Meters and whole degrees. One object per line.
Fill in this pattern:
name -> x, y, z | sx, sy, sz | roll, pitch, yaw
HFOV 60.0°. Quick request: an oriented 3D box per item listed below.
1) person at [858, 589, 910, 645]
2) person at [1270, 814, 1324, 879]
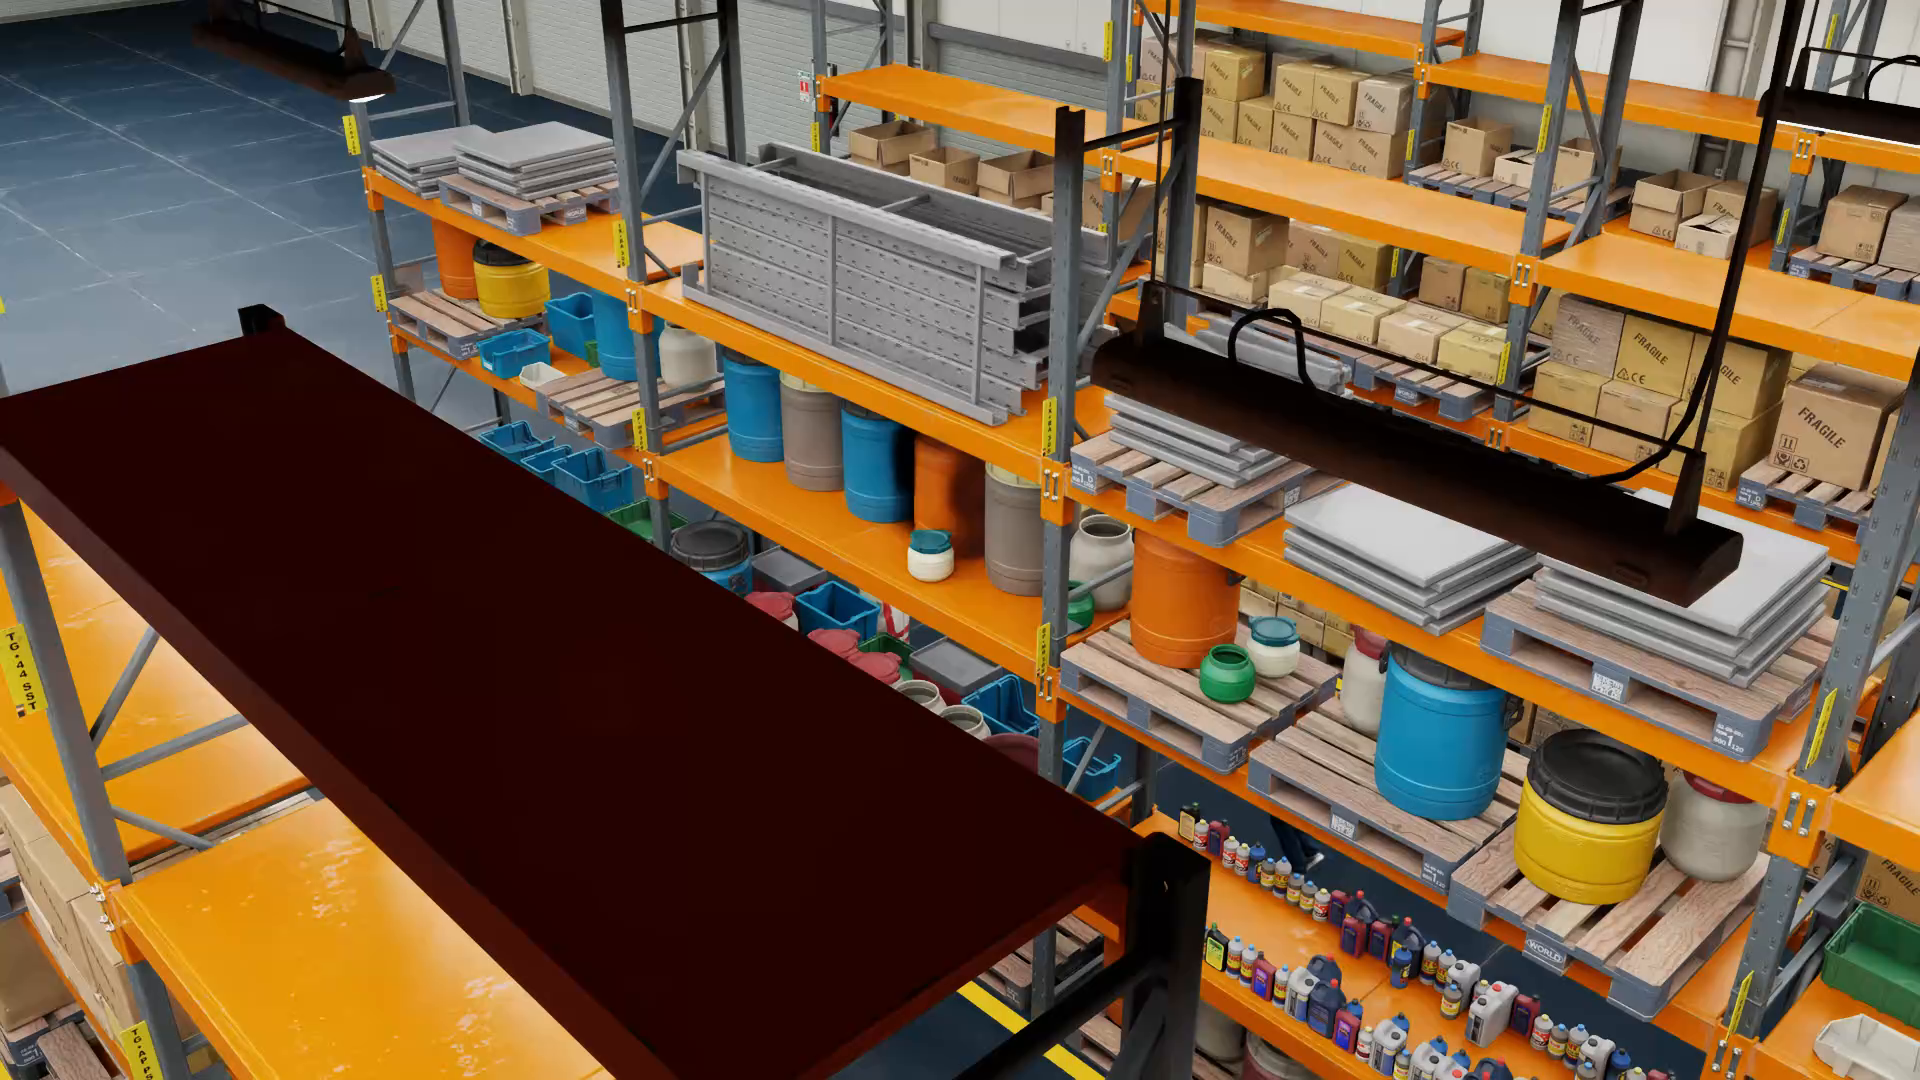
person -> -0.600, 0.897, 13.222 | 0.379, 1.808, 0.657 | 7, 29, 13
person -> 2.438, 1.756, 11.874 | 0.546, 1.561, 0.445 | -22, 35, -35
